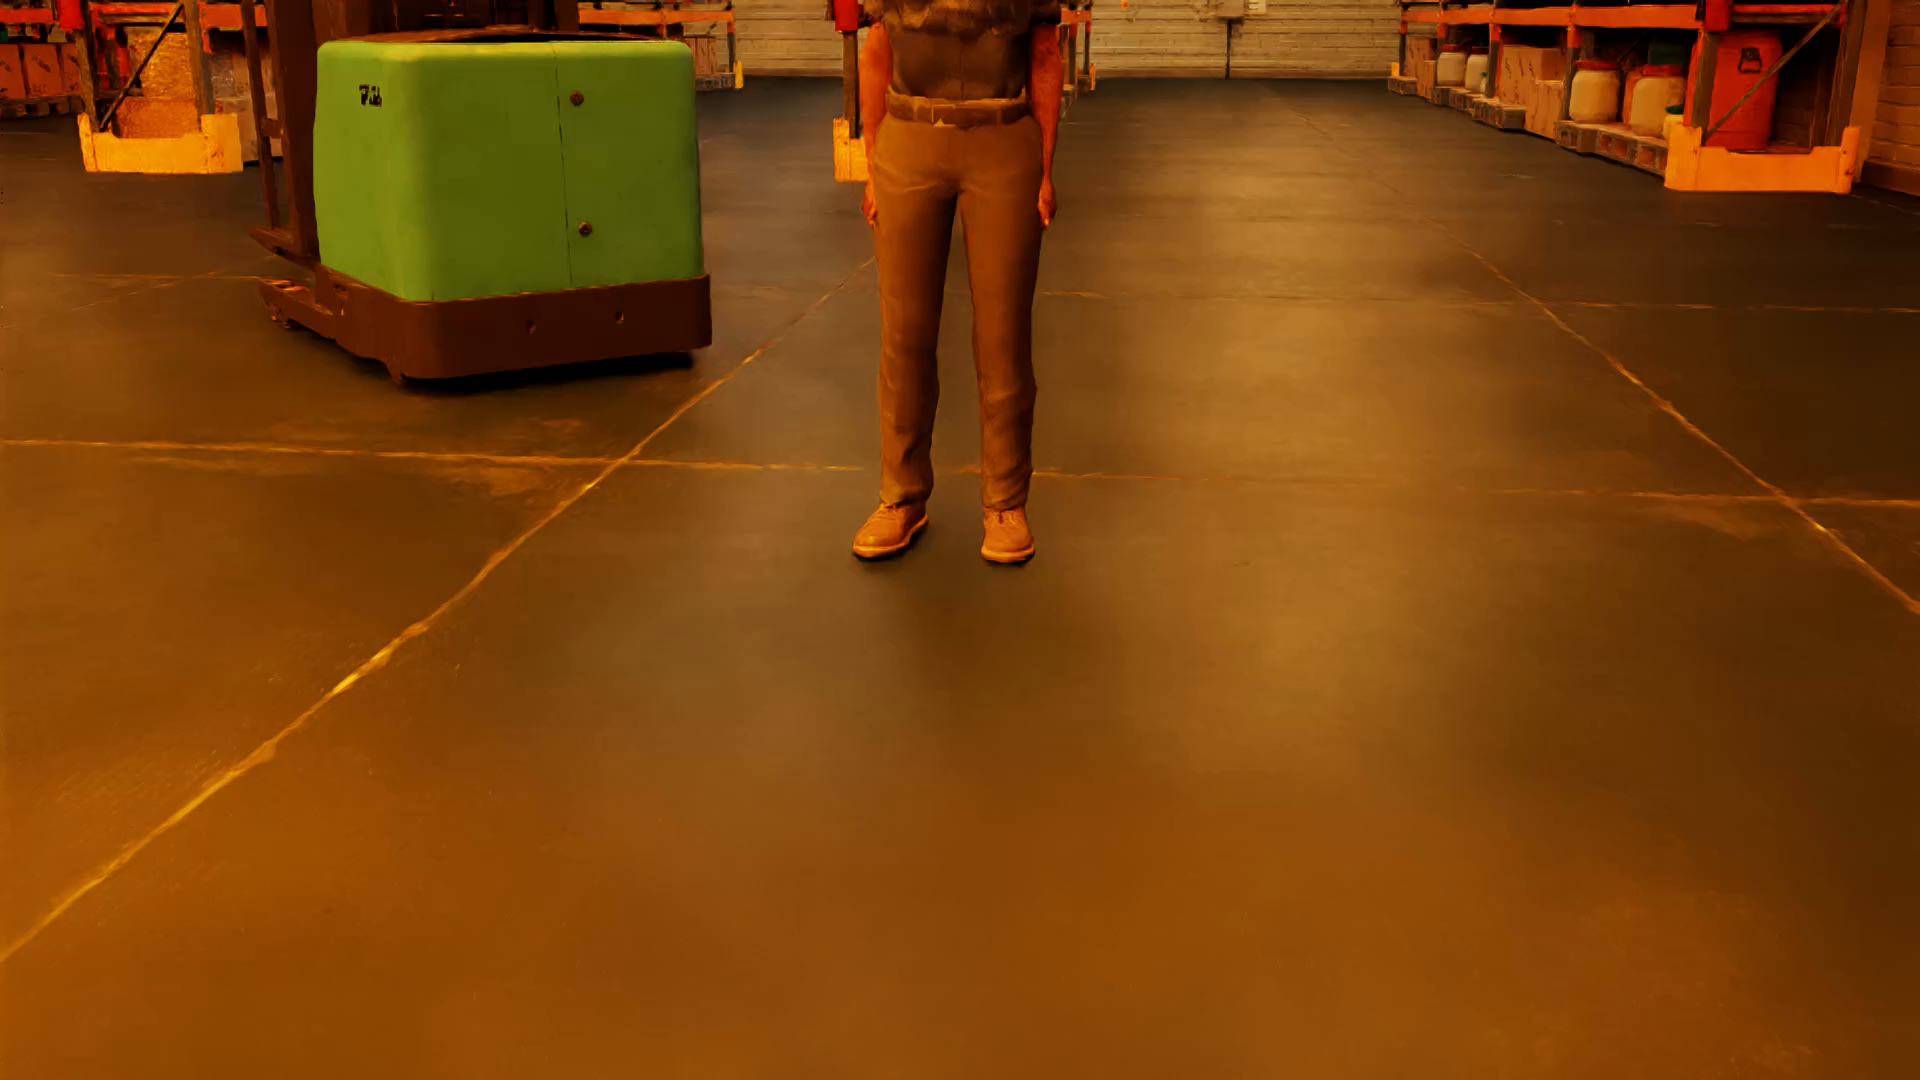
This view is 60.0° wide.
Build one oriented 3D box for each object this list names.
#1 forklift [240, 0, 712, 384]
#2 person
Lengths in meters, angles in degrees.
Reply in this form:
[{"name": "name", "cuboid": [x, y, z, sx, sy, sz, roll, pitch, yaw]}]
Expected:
[{"name": "forklift", "cuboid": [-2.107, -2.283, 6.192, 1.130, 2.935, 3.031, -12, 21, -33]}, {"name": "person", "cuboid": [-0.010, -0.776, 3.558, 0.446, 1.646, 0.320, 2, 18, 7]}]
